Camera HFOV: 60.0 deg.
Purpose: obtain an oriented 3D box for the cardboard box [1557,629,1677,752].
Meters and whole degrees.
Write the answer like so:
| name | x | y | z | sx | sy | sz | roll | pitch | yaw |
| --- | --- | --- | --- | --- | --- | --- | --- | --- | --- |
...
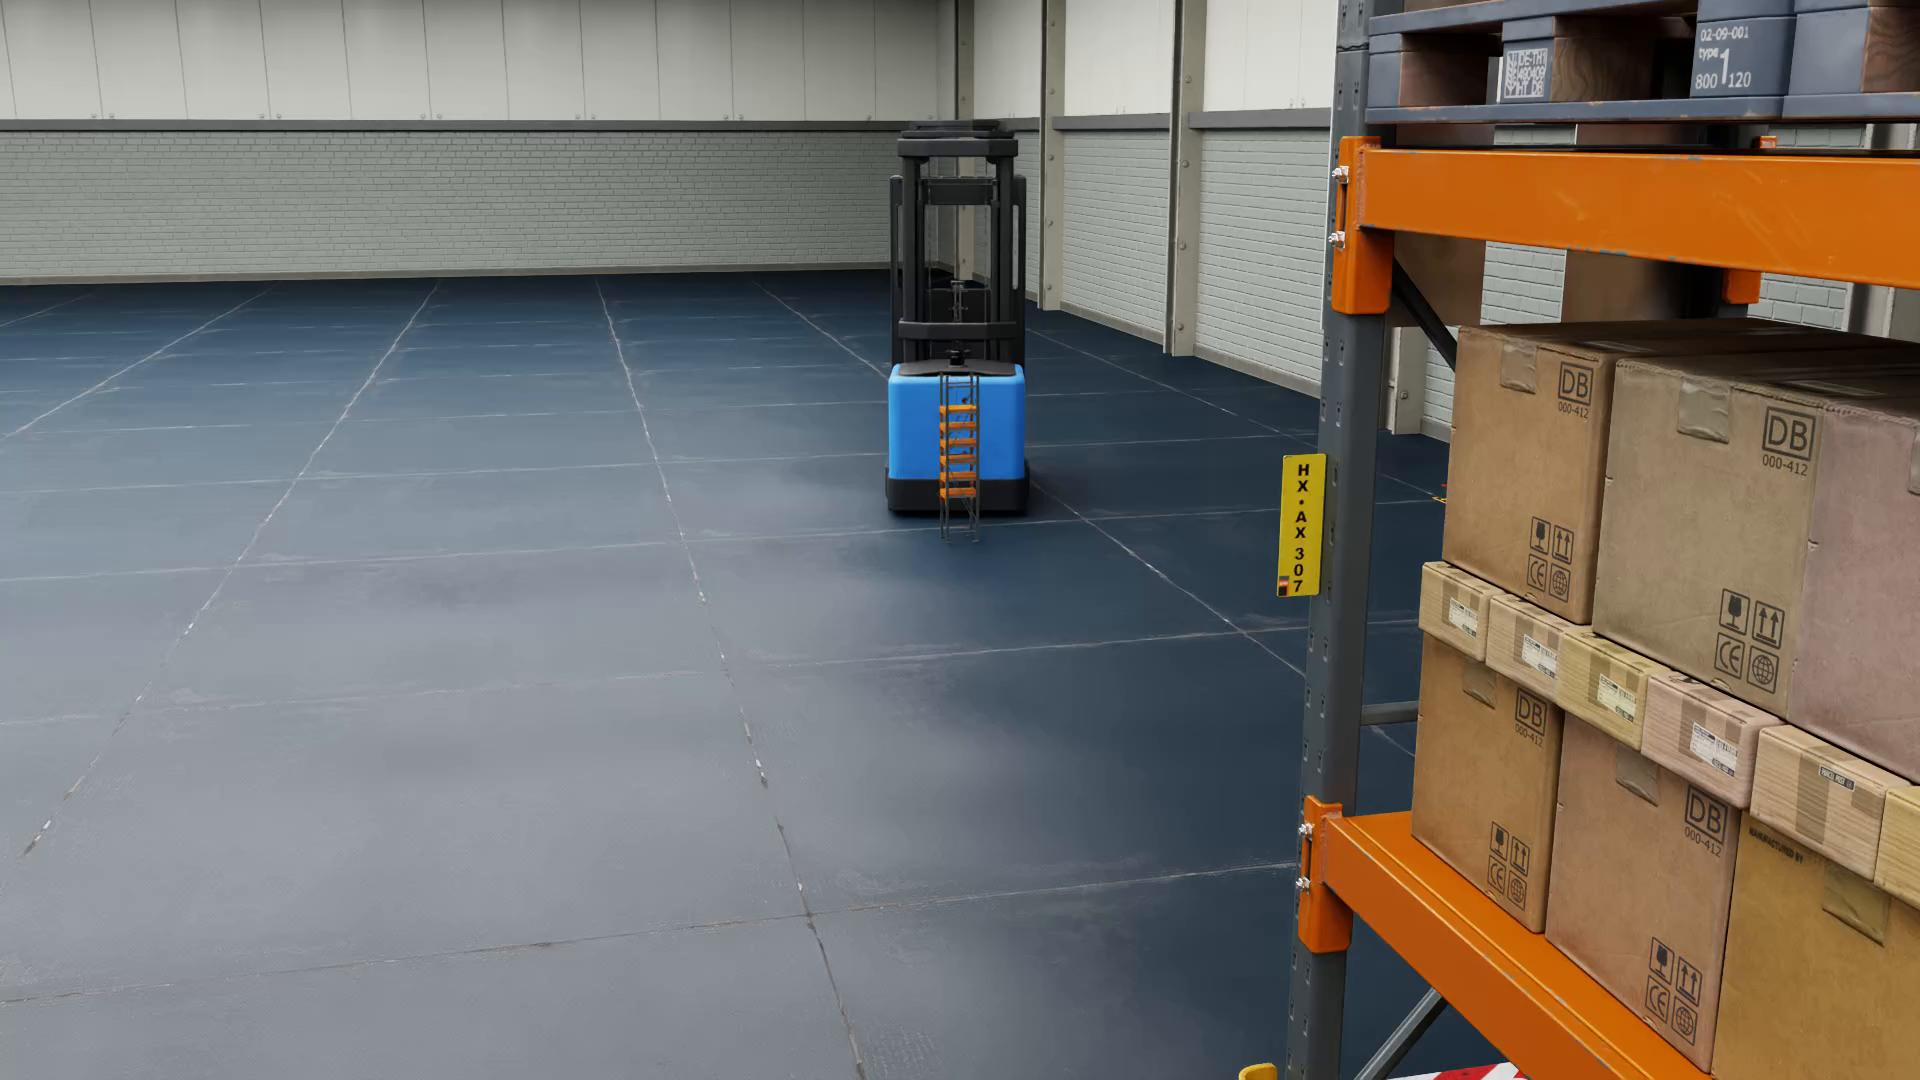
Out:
| name | x | y | z | sx | sy | sz | roll | pitch | yaw |
| --- | --- | --- | --- | --- | --- | --- | --- | --- | --- |
| cardboard box | 1.314 | 0.255 | 2.986 | 0.380 | 0.149 | 0.250 | -3 | 14 | -13 |

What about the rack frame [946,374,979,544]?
| name | x | y | z | sx | sy | sz | roll | pitch | yaw |
| --- | --- | --- | --- | --- | --- | --- | --- | --- | --- |
| rack frame | 0.018 | -0.565 | 11.712 | 0.240 | 1.200 | 0.006 | -3 | 14 | -13 |

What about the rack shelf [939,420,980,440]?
| name | x | y | z | sx | sy | sz | roll | pitch | yaw |
| --- | --- | --- | --- | --- | --- | --- | --- | --- | --- |
| rack shelf | -0.003 | -0.776 | 11.752 | 0.258 | 0.103 | 0.180 | -3 | 14 | -13 |

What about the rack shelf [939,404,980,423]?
| name | x | y | z | sx | sy | sz | roll | pitch | yaw |
| --- | --- | --- | --- | --- | --- | --- | --- | --- | --- |
| rack shelf | -0.003 | -0.893 | 11.723 | 0.258 | 0.103 | 0.180 | -3 | 14 | -13 |

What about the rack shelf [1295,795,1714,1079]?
| name | x | y | z | sx | sy | sz | roll | pitch | yaw |
| --- | --- | --- | --- | --- | --- | --- | --- | --- | --- |
| rack shelf | 1.779 | 1.209 | 2.176 | 1.077 | 0.370 | 4.000 | -3 | 14 | -13 |

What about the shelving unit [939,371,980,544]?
| name | x | y | z | sx | sy | sz | roll | pitch | yaw |
| --- | --- | --- | --- | --- | --- | --- | --- | --- | --- |
| shelving unit | -0.003 | -0.586 | 11.798 | 0.258 | 1.200 | 0.189 | -3 | 14 | -13 |

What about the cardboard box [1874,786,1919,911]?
| name | x | y | z | sx | sy | sz | roll | pitch | yaw |
| --- | --- | --- | --- | --- | --- | --- | --- | --- | --- |
| cardboard box | 1.497 | 0.434 | 2.255 | 0.380 | 0.149 | 0.250 | -3 | 14 | -14 |

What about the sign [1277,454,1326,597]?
| name | x | y | z | sx | sy | sz | roll | pitch | yaw |
| --- | --- | --- | --- | --- | --- | --- | --- | --- | --- |
| sign | 0.769 | -0.032 | 3.746 | 0.100 | 0.325 | 0.005 | -3 | 14 | -13 |

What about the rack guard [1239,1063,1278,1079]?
| name | x | y | z | sx | sy | sz | roll | pitch | yaw |
| --- | --- | --- | --- | --- | --- | --- | --- | --- | --- |
| rack guard | 1.304 | 1.606 | 4.298 | 1.175 | 0.500 | 0.348 | -3 | 14 | -13 |

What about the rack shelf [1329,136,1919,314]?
| name | x | y | z | sx | sy | sz | roll | pitch | yaw |
| --- | --- | --- | --- | --- | --- | --- | --- | --- | --- |
| rack shelf | 1.779 | -0.249 | 1.820 | 1.077 | 0.370 | 4.000 | -3 | 14 | -13 |

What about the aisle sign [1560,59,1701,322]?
| name | x | y | z | sx | sy | sz | roll | pitch | yaw |
| --- | --- | --- | --- | --- | --- | --- | --- | --- | --- |
| aisle sign | 1.580 | -0.897 | 3.800 | 0.394 | 0.787 | 0.004 | -3 | 14 | -13 |

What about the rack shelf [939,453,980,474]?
| name | x | y | z | sx | sy | sz | roll | pitch | yaw |
| --- | --- | --- | --- | --- | --- | --- | --- | --- | --- |
| rack shelf | -0.003 | -0.543 | 11.809 | 0.258 | 0.103 | 0.180 | -3 | 14 | -13 |

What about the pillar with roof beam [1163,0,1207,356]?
| name | x | y | z | sx | sy | sz | roll | pitch | yaw |
| --- | --- | --- | --- | --- | --- | --- | --- | --- | --- |
| pillar with roof beam | -1.283 | -6.593 | 19.952 | 9.100 | 9.000 | 0.400 | -3 | 14 | -13 |

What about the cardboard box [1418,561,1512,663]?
| name | x | y | z | sx | sy | sz | roll | pitch | yaw |
| --- | --- | --- | --- | --- | --- | --- | --- | --- | --- |
| cardboard box | 1.193 | 0.137 | 3.471 | 0.380 | 0.149 | 0.250 | -3 | 14 | -14 |

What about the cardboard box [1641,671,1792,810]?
| name | x | y | z | sx | sy | sz | roll | pitch | yaw |
| --- | --- | --- | --- | --- | --- | --- | --- | --- | --- |
| cardboard box | 1.372 | 0.313 | 2.747 | 0.380 | 0.149 | 0.250 | -4 | 14 | -14 |

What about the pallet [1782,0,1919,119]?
| name | x | y | z | sx | sy | sz | roll | pitch | yaw |
| --- | --- | --- | --- | --- | --- | --- | --- | --- | --- |
| pallet | 1.741 | -0.570 | 1.806 | 1.003 | 0.211 | 1.213 | -3 | 14 | -13 |

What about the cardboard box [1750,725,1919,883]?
| name | x | y | z | sx | sy | sz | roll | pitch | yaw |
| --- | --- | --- | --- | --- | --- | --- | --- | --- | --- |
| cardboard box | 1.437 | 0.375 | 2.496 | 0.380 | 0.149 | 0.250 | -4 | 14 | -15 |

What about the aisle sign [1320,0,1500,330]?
| name | x | y | z | sx | sy | sz | roll | pitch | yaw |
| --- | --- | --- | --- | --- | --- | --- | --- | --- | --- |
| aisle sign | 0.997 | -0.863 | 3.663 | 0.394 | 0.787 | 0.004 | -3 | 14 | -13 |

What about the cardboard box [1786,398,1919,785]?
| name | x | y | z | sx | sy | sz | roll | pitch | yaw |
| --- | --- | --- | --- | --- | --- | --- | --- | --- | --- |
| cardboard box | 1.667 | 0.077 | 2.348 | 0.700 | 0.500 | 0.500 | -3 | 14 | -13 |

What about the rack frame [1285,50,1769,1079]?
| name | x | y | z | sx | sy | sz | roll | pitch | yaw |
| --- | --- | --- | --- | --- | --- | --- | --- | --- | --- |
| rack frame | 1.310 | 0.398 | 3.979 | 1.000 | 3.000 | 0.127 | -3 | 14 | -13 |

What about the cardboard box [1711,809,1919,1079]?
| name | x | y | z | sx | sy | sz | roll | pitch | yaw |
| --- | --- | --- | --- | --- | --- | --- | --- | --- | --- |
| cardboard box | 1.646 | 0.693 | 2.558 | 0.700 | 0.500 | 0.500 | -3 | 14 | -13 |

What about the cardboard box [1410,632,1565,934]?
| name | x | y | z | sx | sy | sz | roll | pitch | yaw |
| --- | --- | --- | --- | --- | --- | --- | --- | --- | --- |
| cardboard box | 1.407 | 0.458 | 3.523 | 0.700 | 0.500 | 0.500 | -3 | 14 | -13 |

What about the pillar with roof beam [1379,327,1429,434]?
| name | x | y | z | sx | sy | sz | roll | pitch | yaw |
| --- | --- | --- | --- | --- | --- | --- | --- | --- | --- |
| pillar with roof beam | 0.126 | -5.209 | 14.286 | 9.100 | 9.000 | 0.400 | -3 | 14 | -13 |

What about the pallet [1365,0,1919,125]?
| name | x | y | z | sx | sy | sz | roll | pitch | yaw |
| --- | --- | --- | --- | --- | --- | --- | --- | --- | --- |
| pallet | 1.451 | -0.852 | 2.960 | 1.003 | 0.211 | 1.213 | -3 | 14 | -13 |

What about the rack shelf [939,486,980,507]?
| name | x | y | z | sx | sy | sz | roll | pitch | yaw |
| --- | --- | --- | --- | --- | --- | --- | --- | --- | --- |
| rack shelf | -0.003 | -0.310 | 11.866 | 0.258 | 0.103 | 0.180 | -3 | 14 | -13 |

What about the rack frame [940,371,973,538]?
| name | x | y | z | sx | sy | sz | roll | pitch | yaw |
| --- | --- | --- | --- | --- | --- | --- | --- | --- | --- |
| rack frame | -0.025 | -0.607 | 11.885 | 0.240 | 1.200 | 0.006 | -3 | 14 | -13 |

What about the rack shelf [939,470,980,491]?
| name | x | y | z | sx | sy | sz | roll | pitch | yaw |
| --- | --- | --- | --- | --- | --- | --- | --- | --- | --- |
| rack shelf | -0.003 | -0.426 | 11.837 | 0.258 | 0.103 | 0.180 | -3 | 14 | -13 |

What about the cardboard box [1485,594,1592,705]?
| name | x | y | z | sx | sy | sz | roll | pitch | yaw |
| --- | --- | --- | --- | --- | --- | --- | --- | --- | --- |
| cardboard box | 1.257 | 0.197 | 3.222 | 0.380 | 0.149 | 0.250 | -4 | 14 | -15 |

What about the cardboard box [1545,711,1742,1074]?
| name | x | y | z | sx | sy | sz | roll | pitch | yaw |
| --- | --- | --- | --- | --- | --- | --- | --- | --- | --- |
| cardboard box | 1.535 | 0.578 | 3.029 | 0.700 | 0.500 | 0.500 | -3 | 14 | -12 |

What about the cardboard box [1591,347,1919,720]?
| name | x | y | z | sx | sy | sz | roll | pitch | yaw |
| --- | --- | --- | --- | --- | --- | --- | --- | --- | --- |
| cardboard box | 1.548 | -0.039 | 2.824 | 0.700 | 0.500 | 0.500 | -4 | 14 | -15 |

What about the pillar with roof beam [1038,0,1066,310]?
| name | x | y | z | sx | sy | sz | roll | pitch | yaw |
| --- | --- | --- | --- | --- | --- | --- | --- | --- | --- |
| pillar with roof beam | -2.692 | -7.977 | 25.617 | 9.100 | 9.000 | 0.400 | -3 | 14 | -13 |

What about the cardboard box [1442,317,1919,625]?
| name | x | y | z | sx | sy | sz | roll | pitch | yaw |
| --- | --- | --- | --- | --- | --- | --- | --- | --- | --- |
| cardboard box | 1.419 | -0.160 | 3.319 | 0.700 | 0.500 | 0.500 | -3 | 14 | -13 |

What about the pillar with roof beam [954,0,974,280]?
| name | x | y | z | sx | sy | sz | roll | pitch | yaw |
| --- | --- | --- | --- | --- | --- | --- | --- | --- | --- |
| pillar with roof beam | -4.101 | -9.361 | 31.283 | 9.100 | 9.000 | 0.400 | -3 | 14 | -13 |

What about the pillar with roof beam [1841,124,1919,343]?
| name | x | y | z | sx | sy | sz | roll | pitch | yaw |
| --- | --- | --- | --- | --- | --- | --- | --- | --- | --- |
| pillar with roof beam | 1.535 | -3.825 | 8.620 | 9.100 | 9.000 | 0.400 | -3 | 14 | -13 |

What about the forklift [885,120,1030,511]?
| name | x | y | z | sx | sy | sz | roll | pitch | yaw |
| --- | --- | --- | --- | --- | --- | --- | --- | --- | --- |
| forklift | -0.013 | -1.935 | 13.673 | 1.130 | 2.935 | 3.031 | 0 | 14 | 0 |

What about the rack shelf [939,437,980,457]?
| name | x | y | z | sx | sy | sz | roll | pitch | yaw |
| --- | --- | --- | --- | --- | --- | --- | --- | --- | --- |
| rack shelf | -0.003 | -0.660 | 11.780 | 0.258 | 0.103 | 0.180 | -3 | 14 | -13 |

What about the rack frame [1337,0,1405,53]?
| name | x | y | z | sx | sy | sz | roll | pitch | yaw |
| --- | --- | --- | --- | --- | --- | --- | --- | --- | --- |
| rack frame | 1.310 | -2.517 | 3.267 | 1.000 | 3.000 | 0.127 | -3 | 14 | -13 |
